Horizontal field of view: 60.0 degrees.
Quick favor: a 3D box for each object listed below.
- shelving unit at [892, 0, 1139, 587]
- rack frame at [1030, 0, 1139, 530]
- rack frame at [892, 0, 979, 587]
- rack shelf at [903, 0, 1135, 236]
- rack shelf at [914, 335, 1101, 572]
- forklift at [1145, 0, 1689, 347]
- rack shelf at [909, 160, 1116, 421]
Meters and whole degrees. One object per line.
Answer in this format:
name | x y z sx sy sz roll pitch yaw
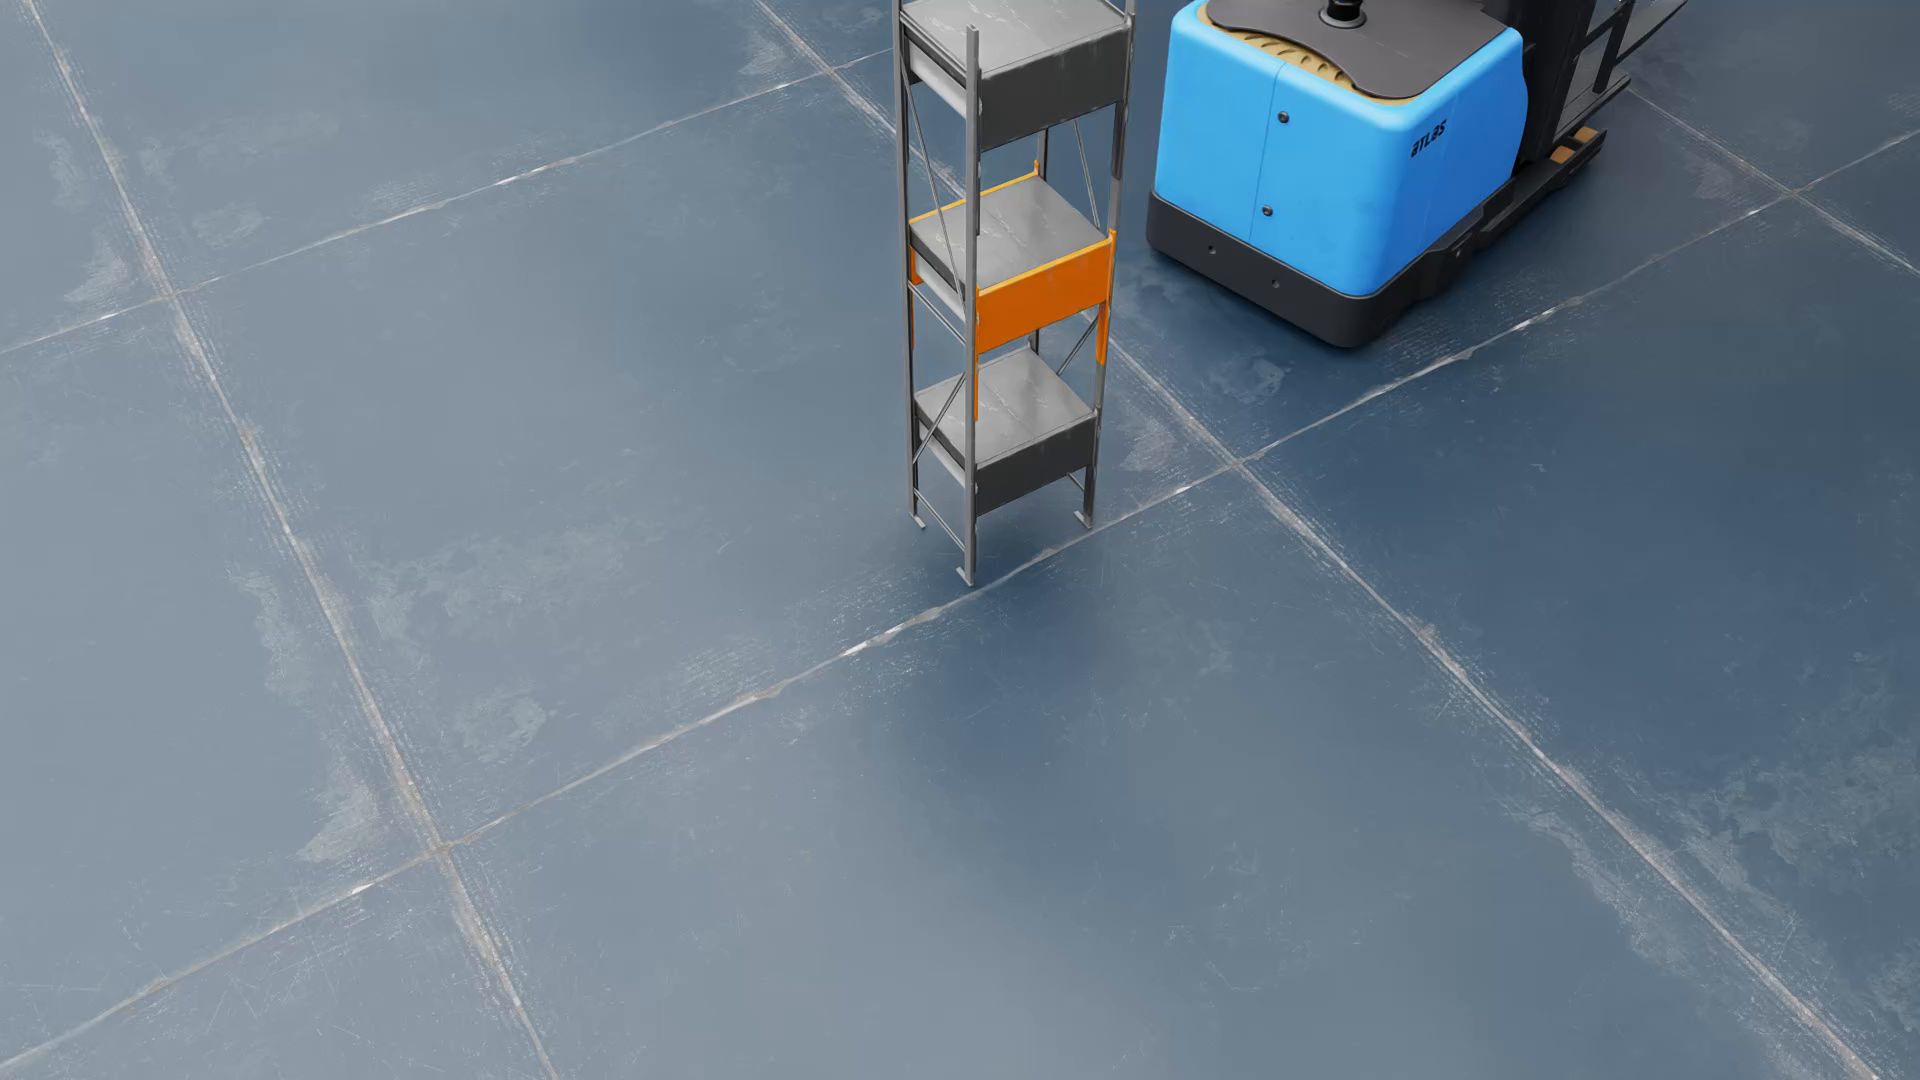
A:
shelving unit | 0.140 -0.764 5.025 0.503 2.100 0.431 -25 53 -21
rack frame | 0.346 -0.861 5.111 0.015 2.100 0.400 -25 53 -21
rack frame | -0.066 -0.667 4.938 0.015 2.100 0.400 -25 53 -21
rack shelf | 0.140 -1.221 4.512 0.480 0.518 0.431 -25 53 -21
rack shelf | 0.140 -0.290 5.558 0.480 0.518 0.431 -25 53 -21
forklift | 2.124 -2.717 6.207 1.130 2.935 3.031 35 57 27
rack shelf | 0.140 -0.755 5.035 0.480 0.518 0.431 -25 53 -21
